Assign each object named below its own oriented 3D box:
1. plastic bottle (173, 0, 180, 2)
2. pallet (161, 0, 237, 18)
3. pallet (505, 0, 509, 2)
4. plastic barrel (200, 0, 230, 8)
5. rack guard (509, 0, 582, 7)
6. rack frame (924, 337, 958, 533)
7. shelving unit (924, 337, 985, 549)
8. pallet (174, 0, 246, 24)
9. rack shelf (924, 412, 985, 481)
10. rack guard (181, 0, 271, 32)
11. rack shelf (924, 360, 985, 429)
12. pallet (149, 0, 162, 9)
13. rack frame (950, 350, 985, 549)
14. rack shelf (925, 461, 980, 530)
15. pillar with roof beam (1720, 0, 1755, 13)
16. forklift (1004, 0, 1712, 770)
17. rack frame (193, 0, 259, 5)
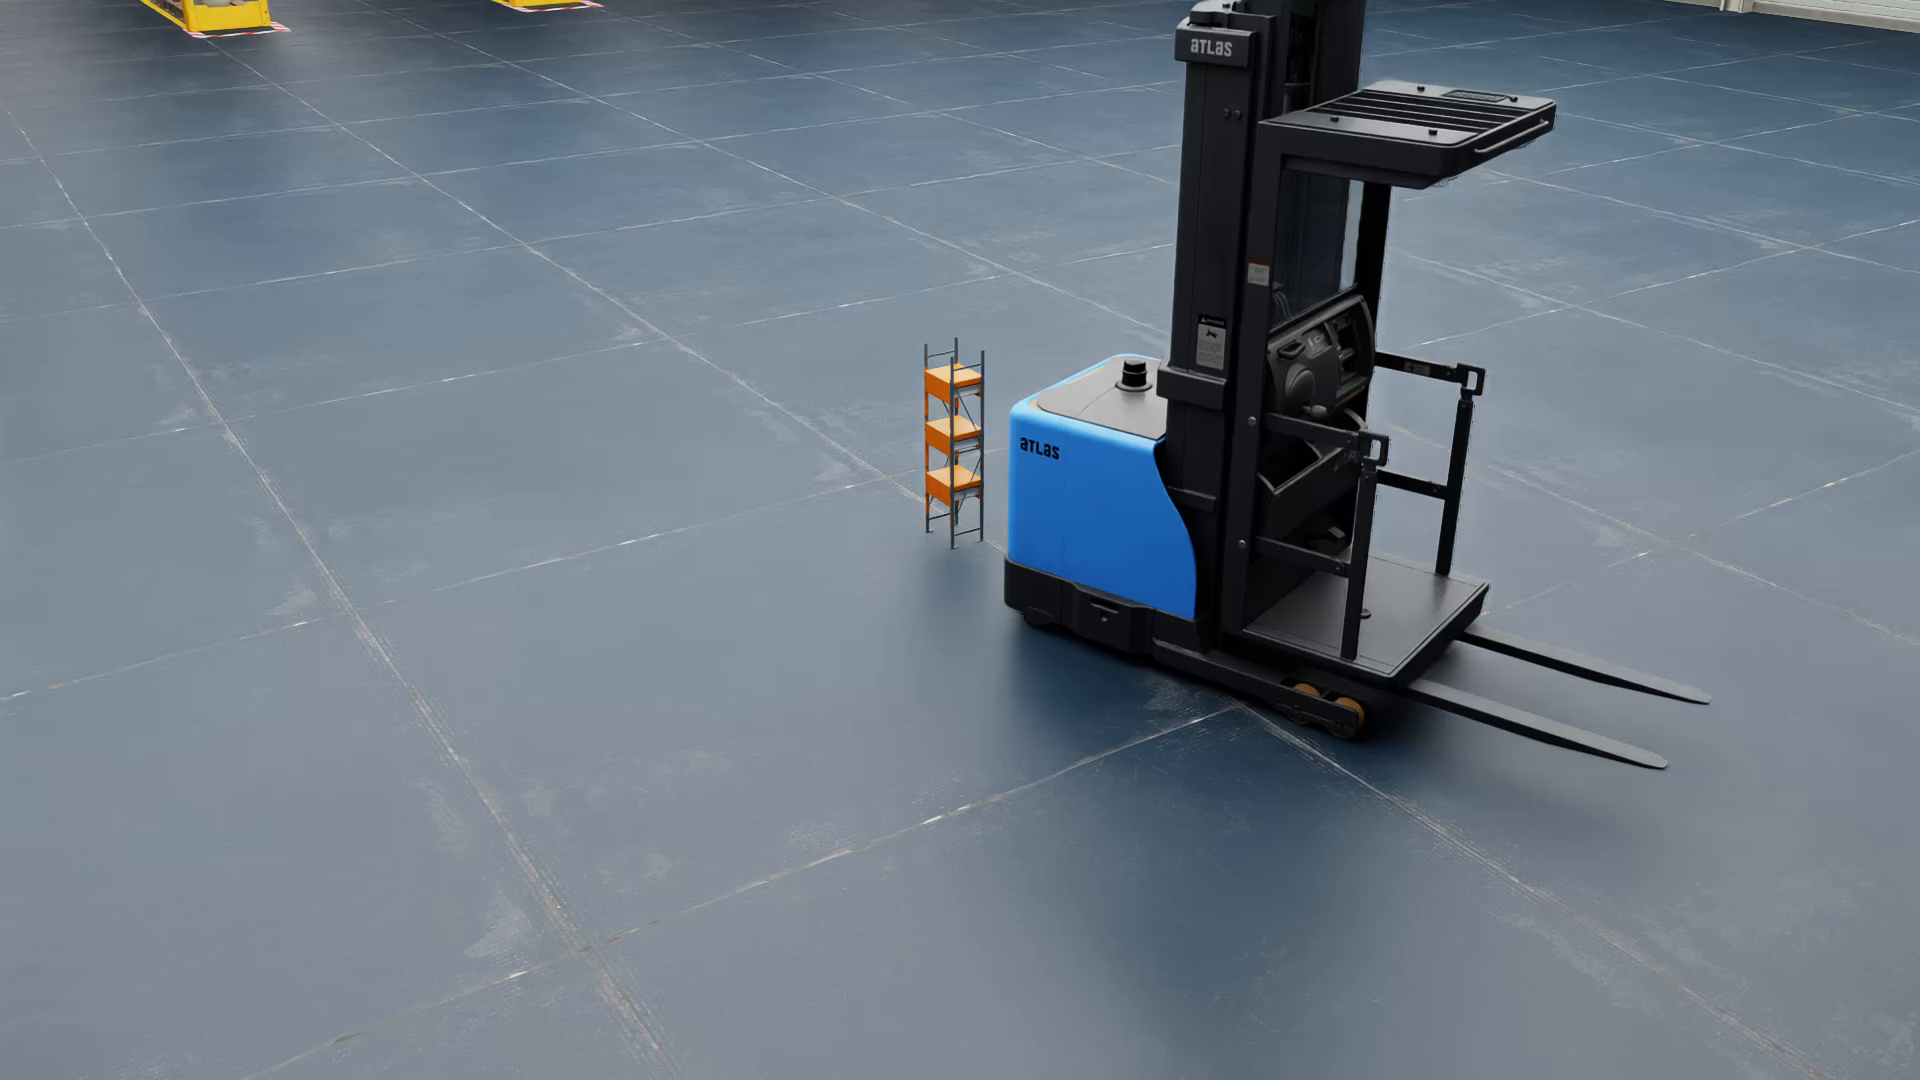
[{"bbox_3d":[-12.373,-8.601,26.219,0.097,0.201,0.097,0,25,0],"label":"plastic bottle"},{"bbox_3d":[-12.185,-8.596,26.712,1.003,0.211,1.213,-16,29,-30],"label":"pallet"},{"bbox_3d":[-7.309,-9.332,28.272,1.003,0.211,1.213,-16,29,-30],"label":"pallet"},{"bbox_3d":[-11.427,-8.396,25.443,0.421,0.512,0.421,0,25,0],"label":"plastic barrel"},{"bbox_3d":[-6.895,-9.164,27.577,1.175,0.500,0.348,-16,29,-30],"label":"rack guard"},{"bbox_3d":[-0.096,-0.538,8.659,0.200,1.050,0.008,-16,29,-30],"label":"rack frame"},{"bbox_3d":[-0.029,-0.494,8.566,0.215,1.050,0.252,-16,29,-30],"label":"shelving unit"},{"bbox_3d":[-11.523,-8.160,25.788,1.003,0.211,1.213,-16,29,-30],"label":"pallet"},{"bbox_3d":[-0.029,-0.484,8.571,0.215,0.259,0.240,-16,29,-30],"label":"rack shelf"},{"bbox_3d":[-11.084,-7.999,25.109,1.175,0.500,0.348,-16,29,-30],"label":"rack guard"},{"bbox_3d":[-0.029,-0.741,8.450,0.215,0.259,0.240,-16,29,-30],"label":"rack shelf"},{"bbox_3d":[-12.855,-9.033,27.637,1.003,0.211,1.213,-16,29,-30],"label":"pallet"},{"bbox_3d":[0.037,-0.450,8.474,0.200,1.050,0.008,-16,29,-30],"label":"rack frame"},{"bbox_3d":[-0.029,-0.233,8.690,0.215,0.259,0.240,-16,29,-30],"label":"rack shelf"},{"bbox_3d":[8.925,-11.612,22.806,9.100,9.000,0.400,-16,29,-30],"label":"pillar with roof beam"},{"bbox_3d":[1.692,-0.749,6.904,3.031,2.935,1.130,18,31,33],"label":"forklift"},{"bbox_3d":[-11.003,-9.113,24.541,1.000,3.000,0.127,-16,29,-30],"label":"rack frame"}]
